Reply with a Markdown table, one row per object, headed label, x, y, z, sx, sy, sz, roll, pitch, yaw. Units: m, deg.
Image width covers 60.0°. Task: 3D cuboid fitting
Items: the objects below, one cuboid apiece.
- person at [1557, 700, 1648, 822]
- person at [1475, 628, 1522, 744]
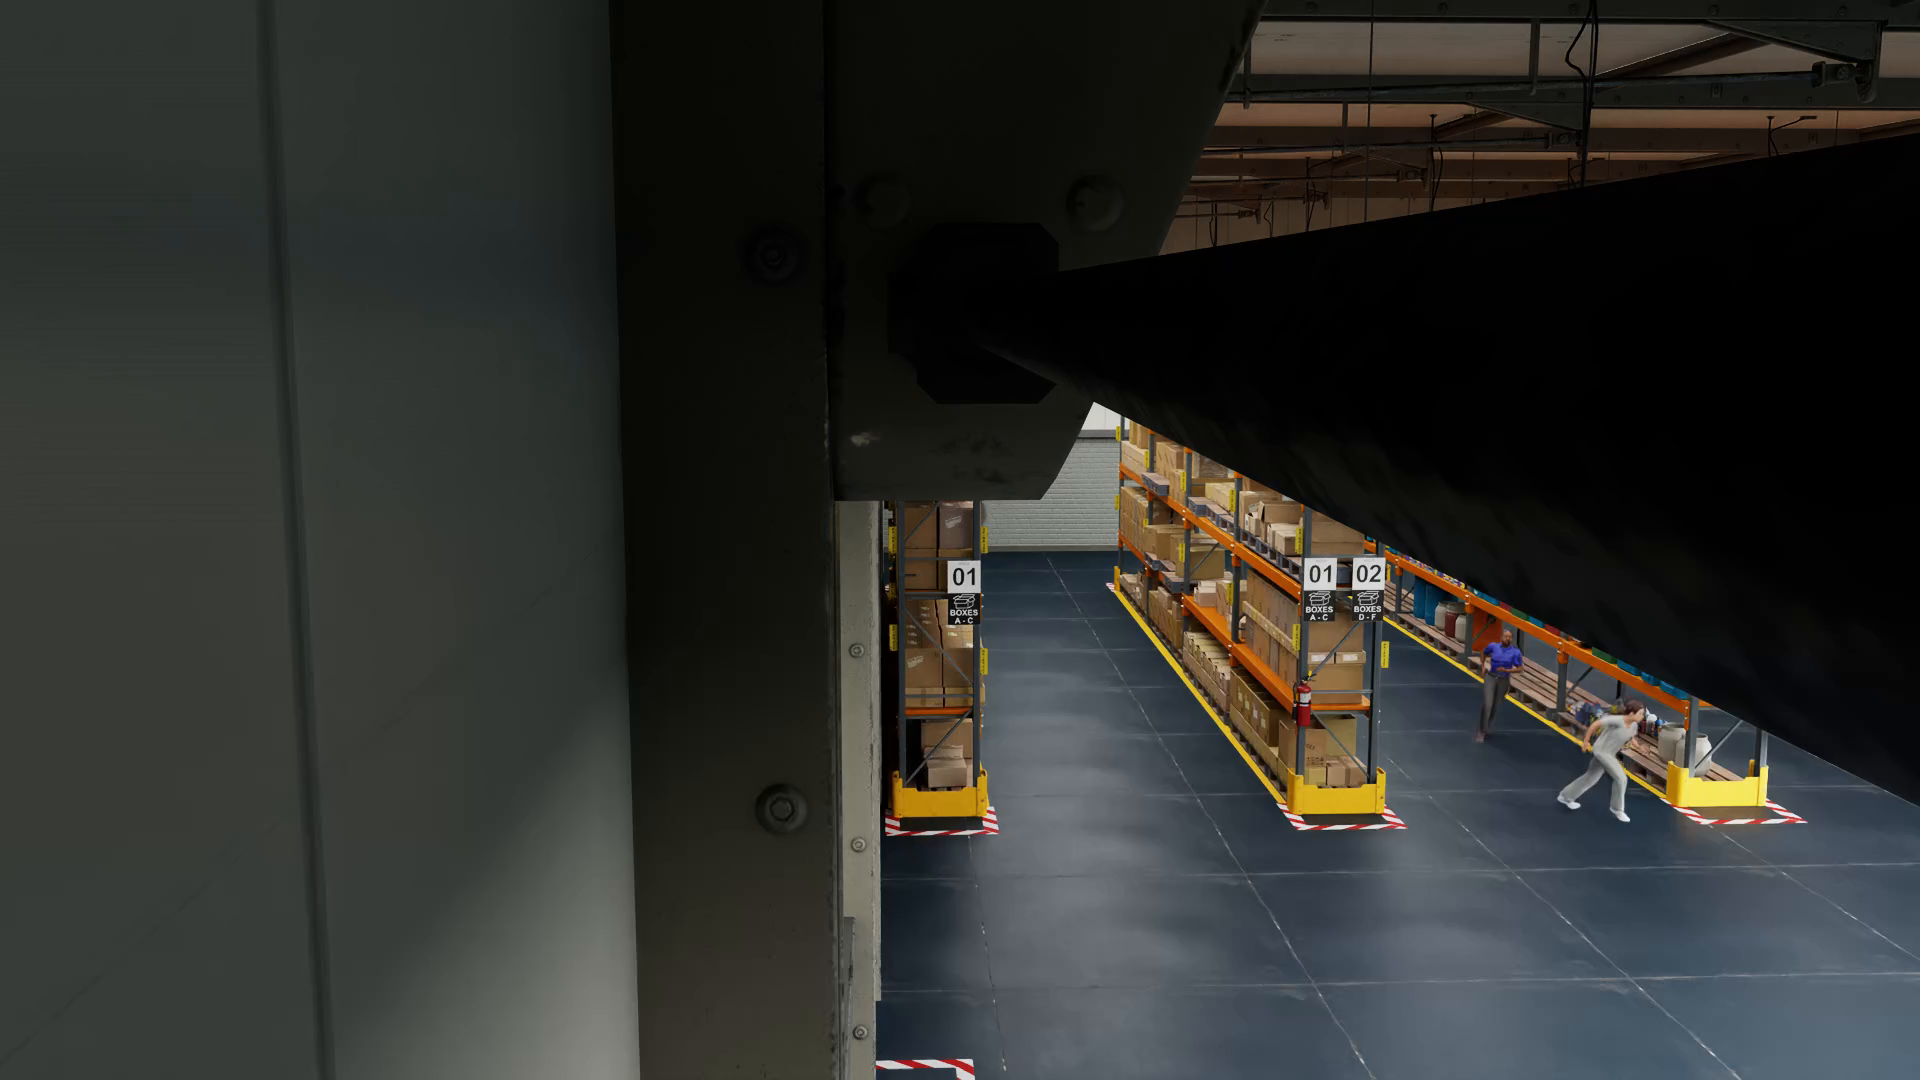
| label | x | y | z | sx | sy | sz | roll | pitch | yaw |
| --- | --- | --- | --- | --- | --- | --- | --- | --- | --- |
| person | 7.905 | 2.646 | 20.421 | 0.586 | 1.496 | 1.057 | -7 | 11 | -41 |
| person | 7.794 | 2.088 | 24.065 | 0.610 | 1.689 | 0.708 | 2 | 8 | 14 |
